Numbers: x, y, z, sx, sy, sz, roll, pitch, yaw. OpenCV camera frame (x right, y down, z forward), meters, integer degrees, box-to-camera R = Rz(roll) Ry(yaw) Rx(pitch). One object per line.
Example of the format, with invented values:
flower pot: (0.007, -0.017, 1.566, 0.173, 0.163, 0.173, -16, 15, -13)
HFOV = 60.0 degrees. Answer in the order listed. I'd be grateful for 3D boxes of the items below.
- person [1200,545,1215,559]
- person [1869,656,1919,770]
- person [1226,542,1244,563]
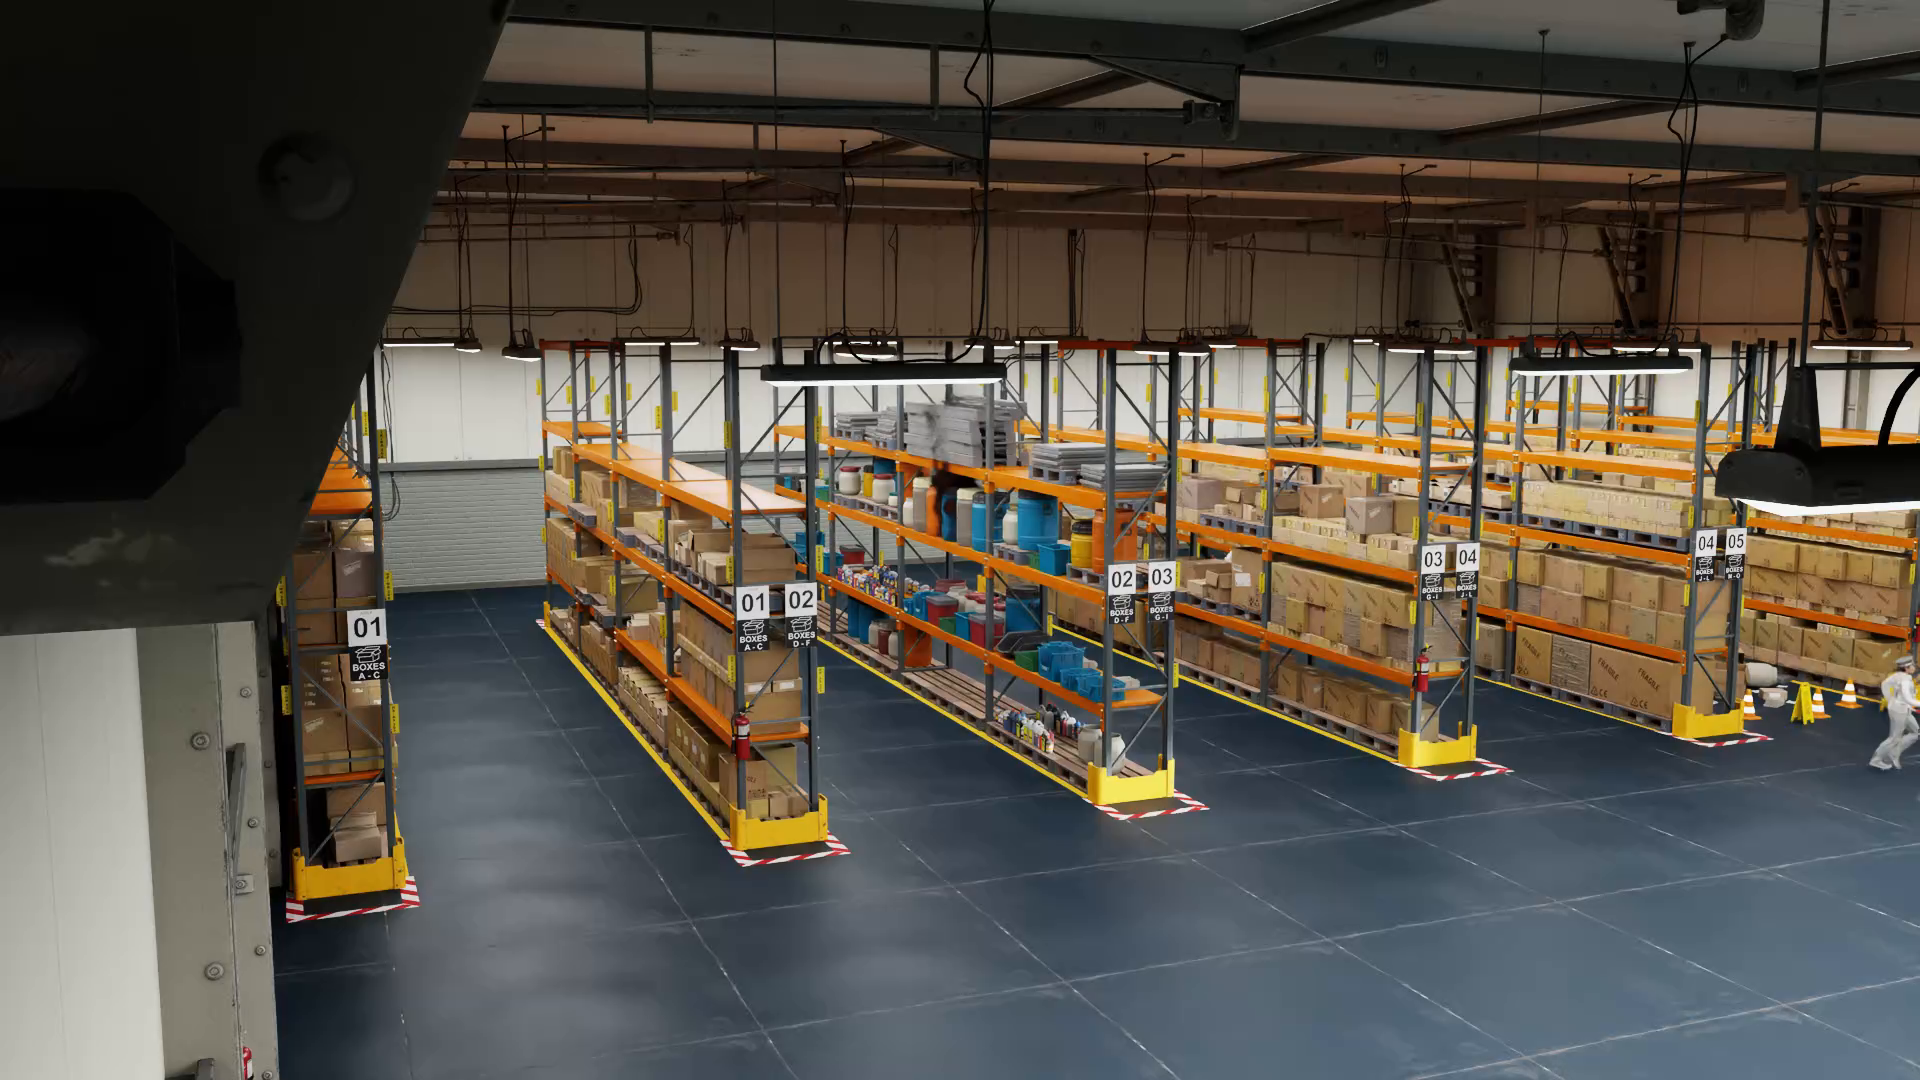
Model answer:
person: (6.067, 0.007, 41.940, 0.859, 1.757, 0.708, 5, 9, 32)
person: (13.328, 2.446, 23.520, 0.739, 1.671, 0.578, 3, 8, 23)
person: (5.966, 0.857, 35.368, 0.724, 1.742, 1.079, -3, 8, -23)
